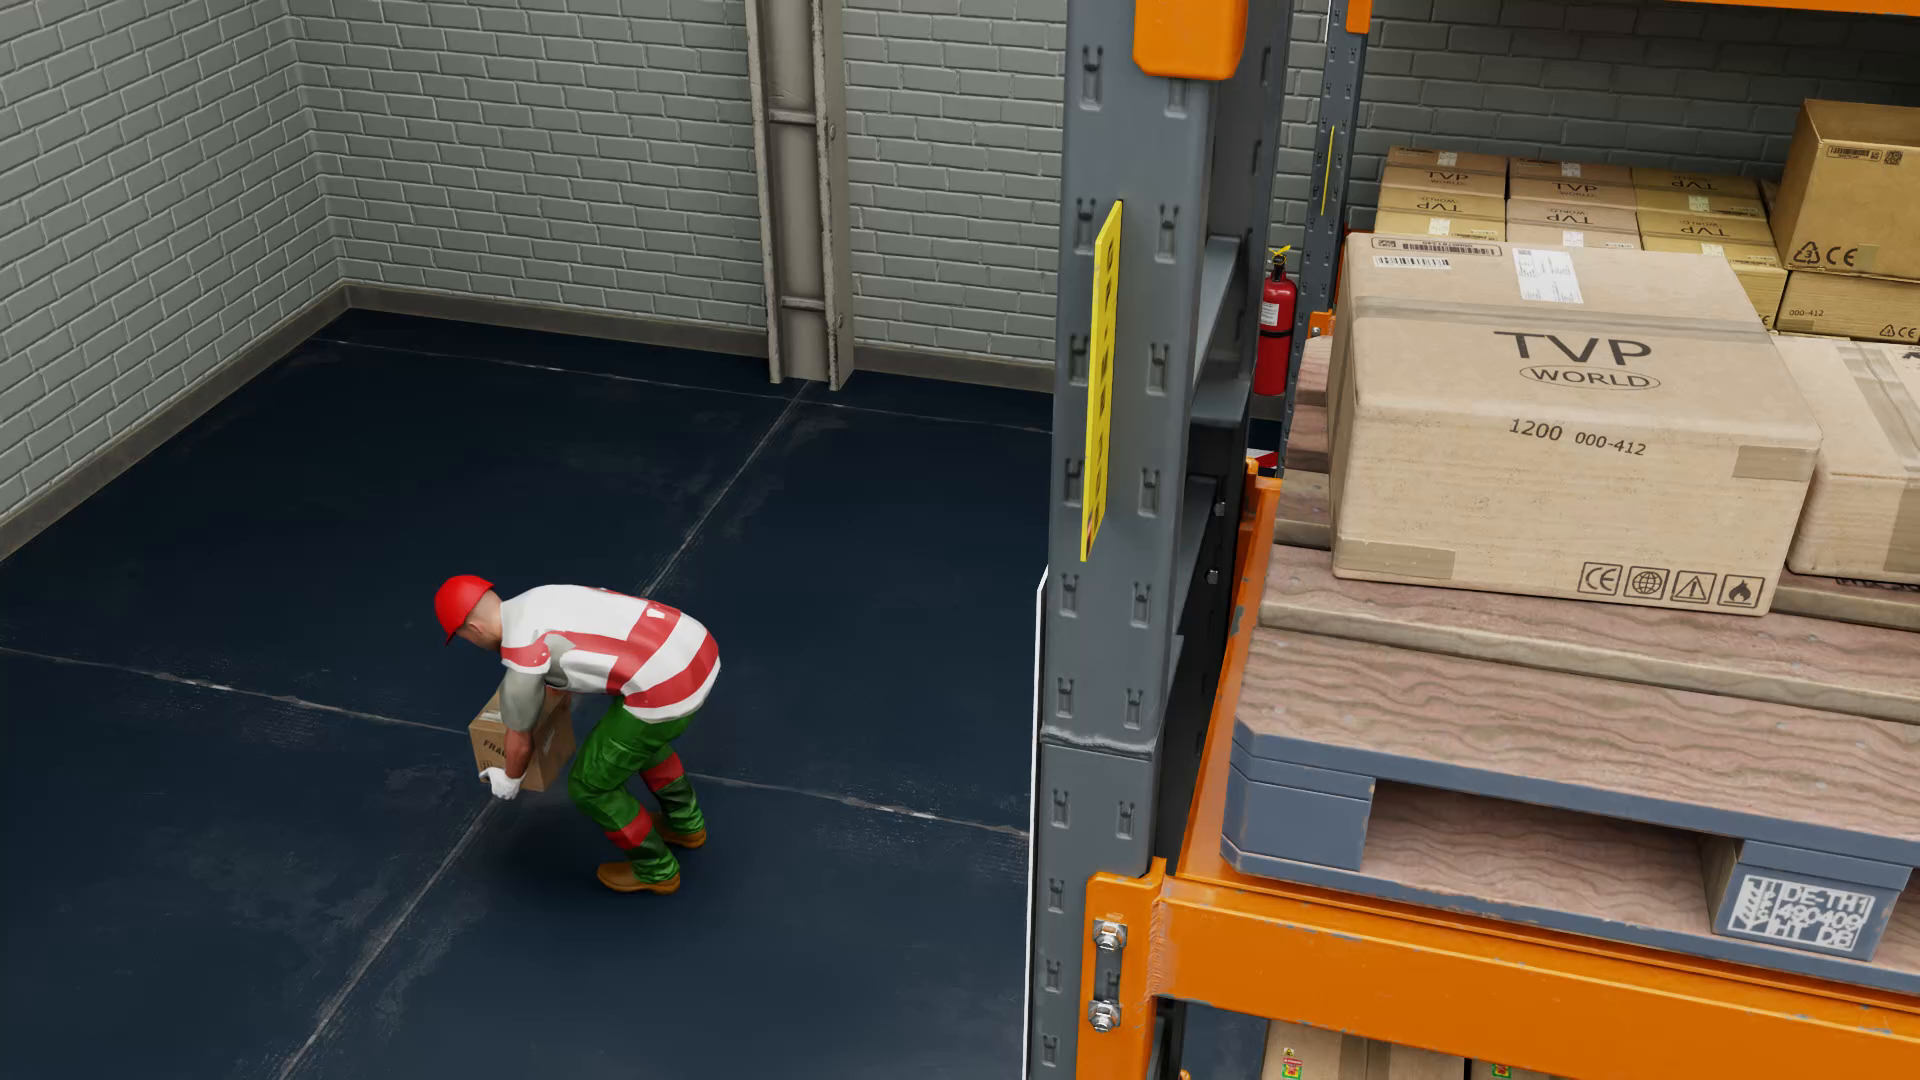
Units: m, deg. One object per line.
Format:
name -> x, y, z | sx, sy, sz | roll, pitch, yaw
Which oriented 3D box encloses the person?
person -> -1.281, 0.646, 5.709 | 0.951, 1.134, 0.523 | 7, 33, 10
